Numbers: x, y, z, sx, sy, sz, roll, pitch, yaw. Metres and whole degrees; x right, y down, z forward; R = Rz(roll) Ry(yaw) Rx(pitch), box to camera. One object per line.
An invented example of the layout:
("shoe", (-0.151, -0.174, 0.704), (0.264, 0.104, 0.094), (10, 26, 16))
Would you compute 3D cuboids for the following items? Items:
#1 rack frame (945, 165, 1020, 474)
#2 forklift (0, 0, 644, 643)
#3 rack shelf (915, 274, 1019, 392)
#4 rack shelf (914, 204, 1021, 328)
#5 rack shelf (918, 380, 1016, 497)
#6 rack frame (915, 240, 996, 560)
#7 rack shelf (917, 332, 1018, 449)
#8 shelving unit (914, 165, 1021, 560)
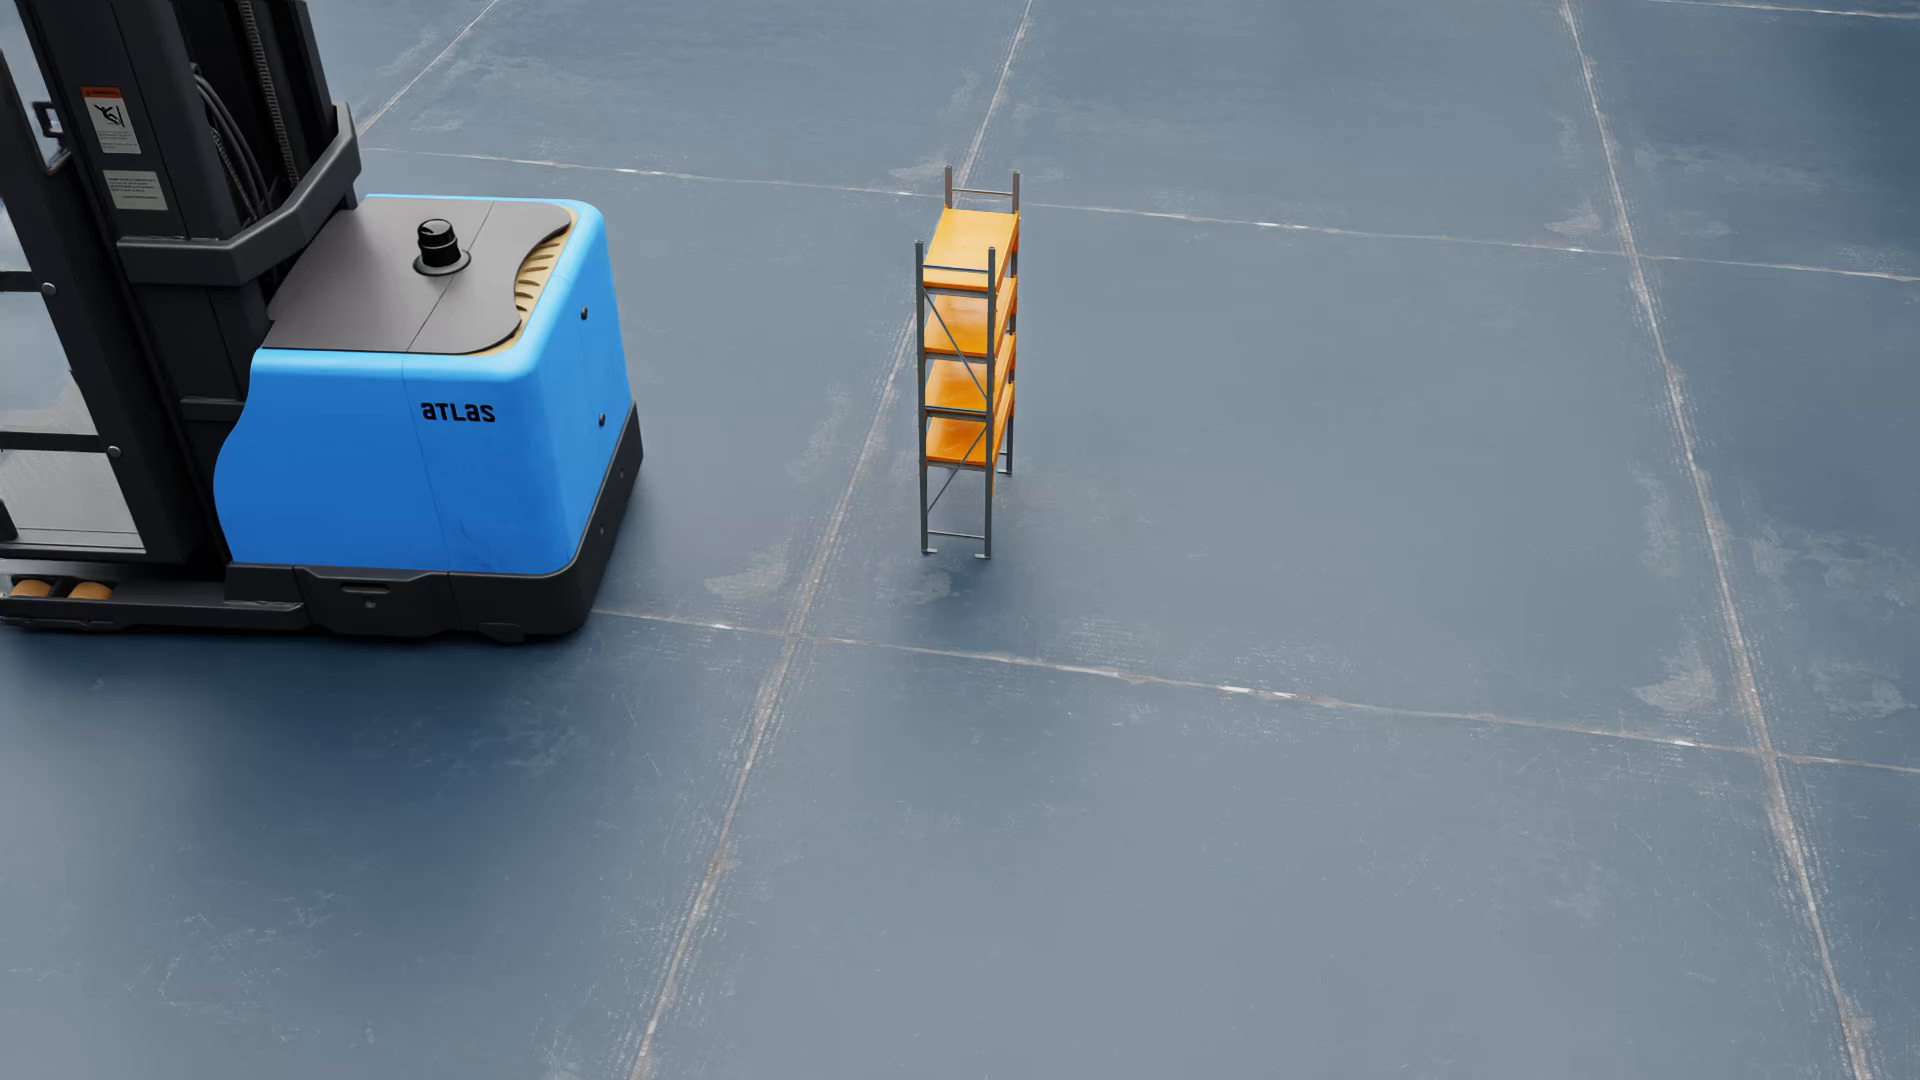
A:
("rack frame", (0.071, -0.719, 5.679), (0.240, 1.200, 0.015), (6, 40, 8))
("forklift", (-2.680, -1.164, 4.857), (3.031, 2.935, 1.130), (2, 40, 3))
("rack shelf", (0.029, -0.687, 5.394), (0.258, 0.148, 0.480), (6, 40, 8))
("rack shelf", (0.029, -0.869, 5.243), (0.258, 0.148, 0.480), (6, 40, 8))
("rack shelf", (0.029, -0.361, 5.663), (0.258, 0.148, 0.480), (6, 40, 8))
("rack frame", (-0.014, -0.413, 5.308), (0.240, 1.200, 0.015), (6, 40, 8))
("rack shelf", (0.029, -0.514, 5.536), (0.258, 0.148, 0.480), (6, 40, 8))
("shelving unit", (0.029, -0.566, 5.493), (0.258, 1.200, 0.503), (6, 40, 8))
